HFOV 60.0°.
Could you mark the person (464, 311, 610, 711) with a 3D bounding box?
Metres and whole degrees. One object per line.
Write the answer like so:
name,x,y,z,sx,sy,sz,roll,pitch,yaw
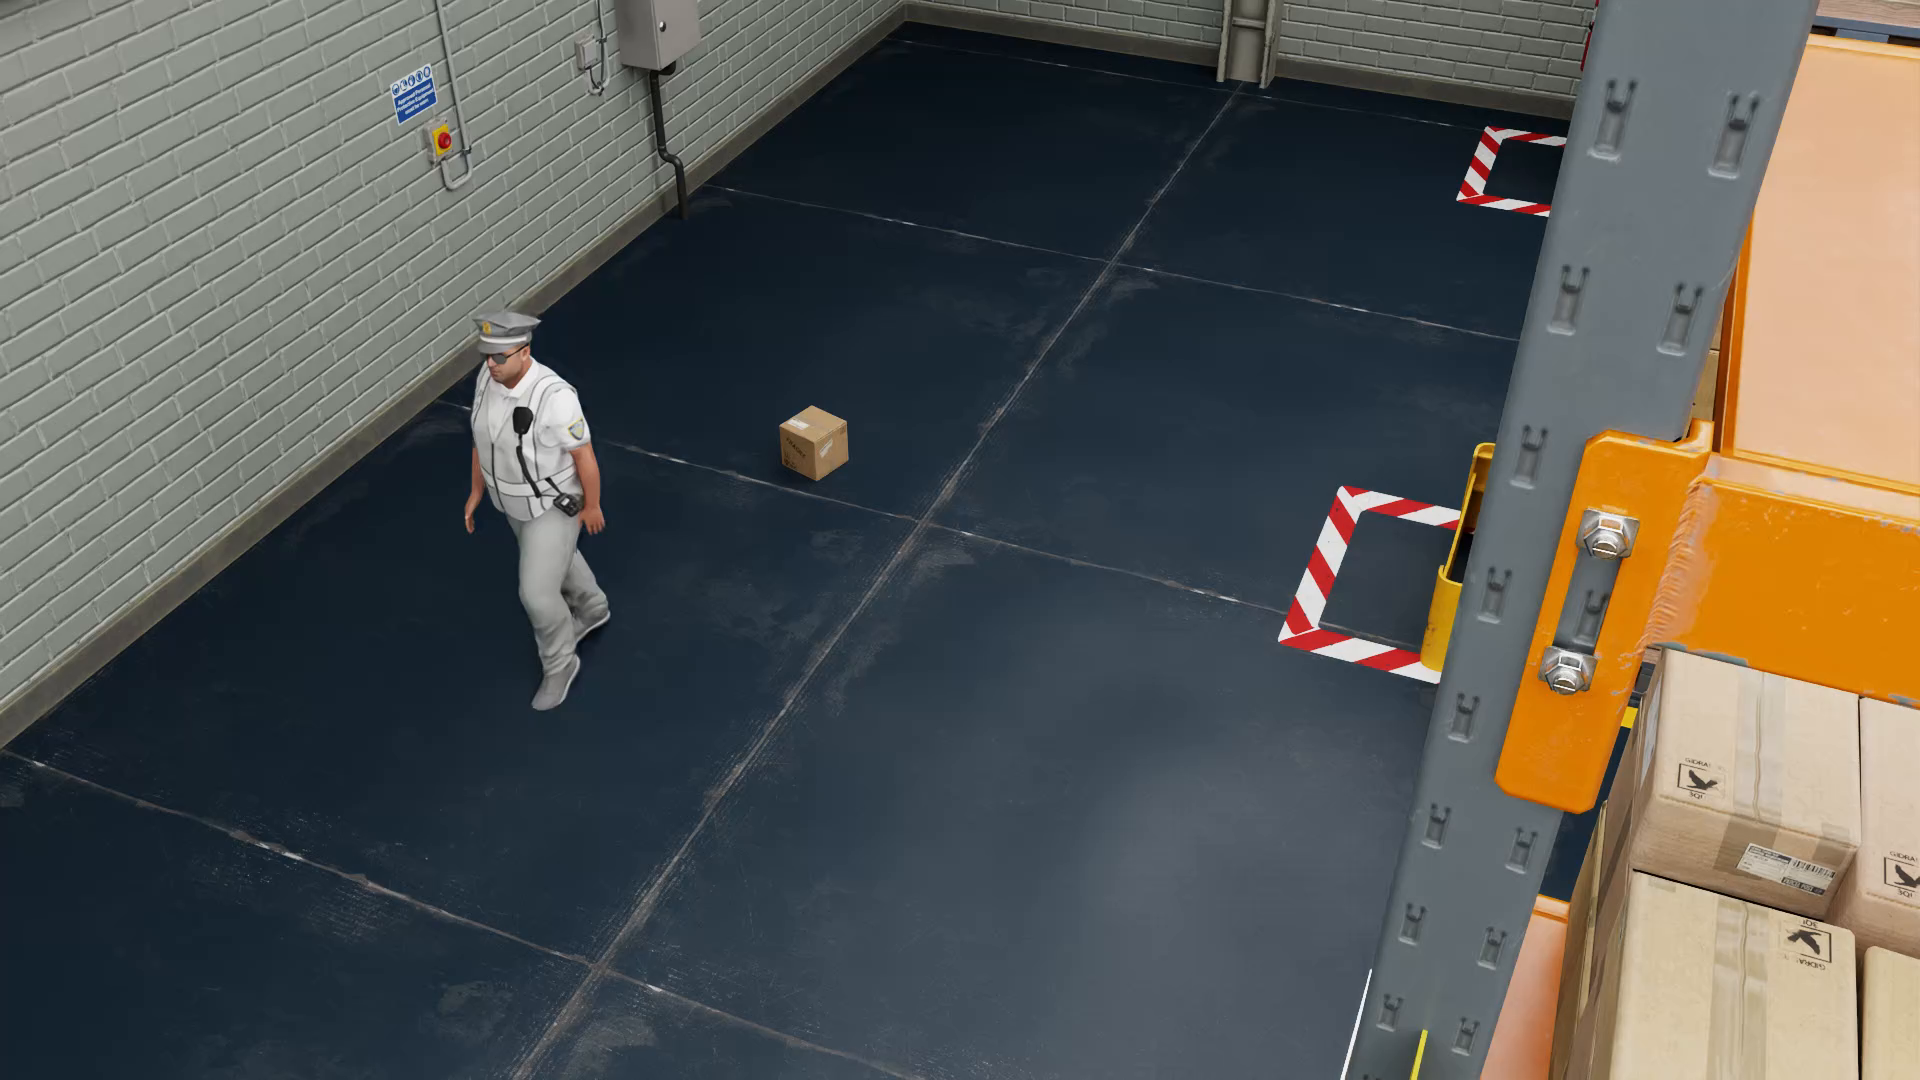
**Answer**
person,-1.799,-0.143,7.025,0.548,1.835,0.628,25,44,29
